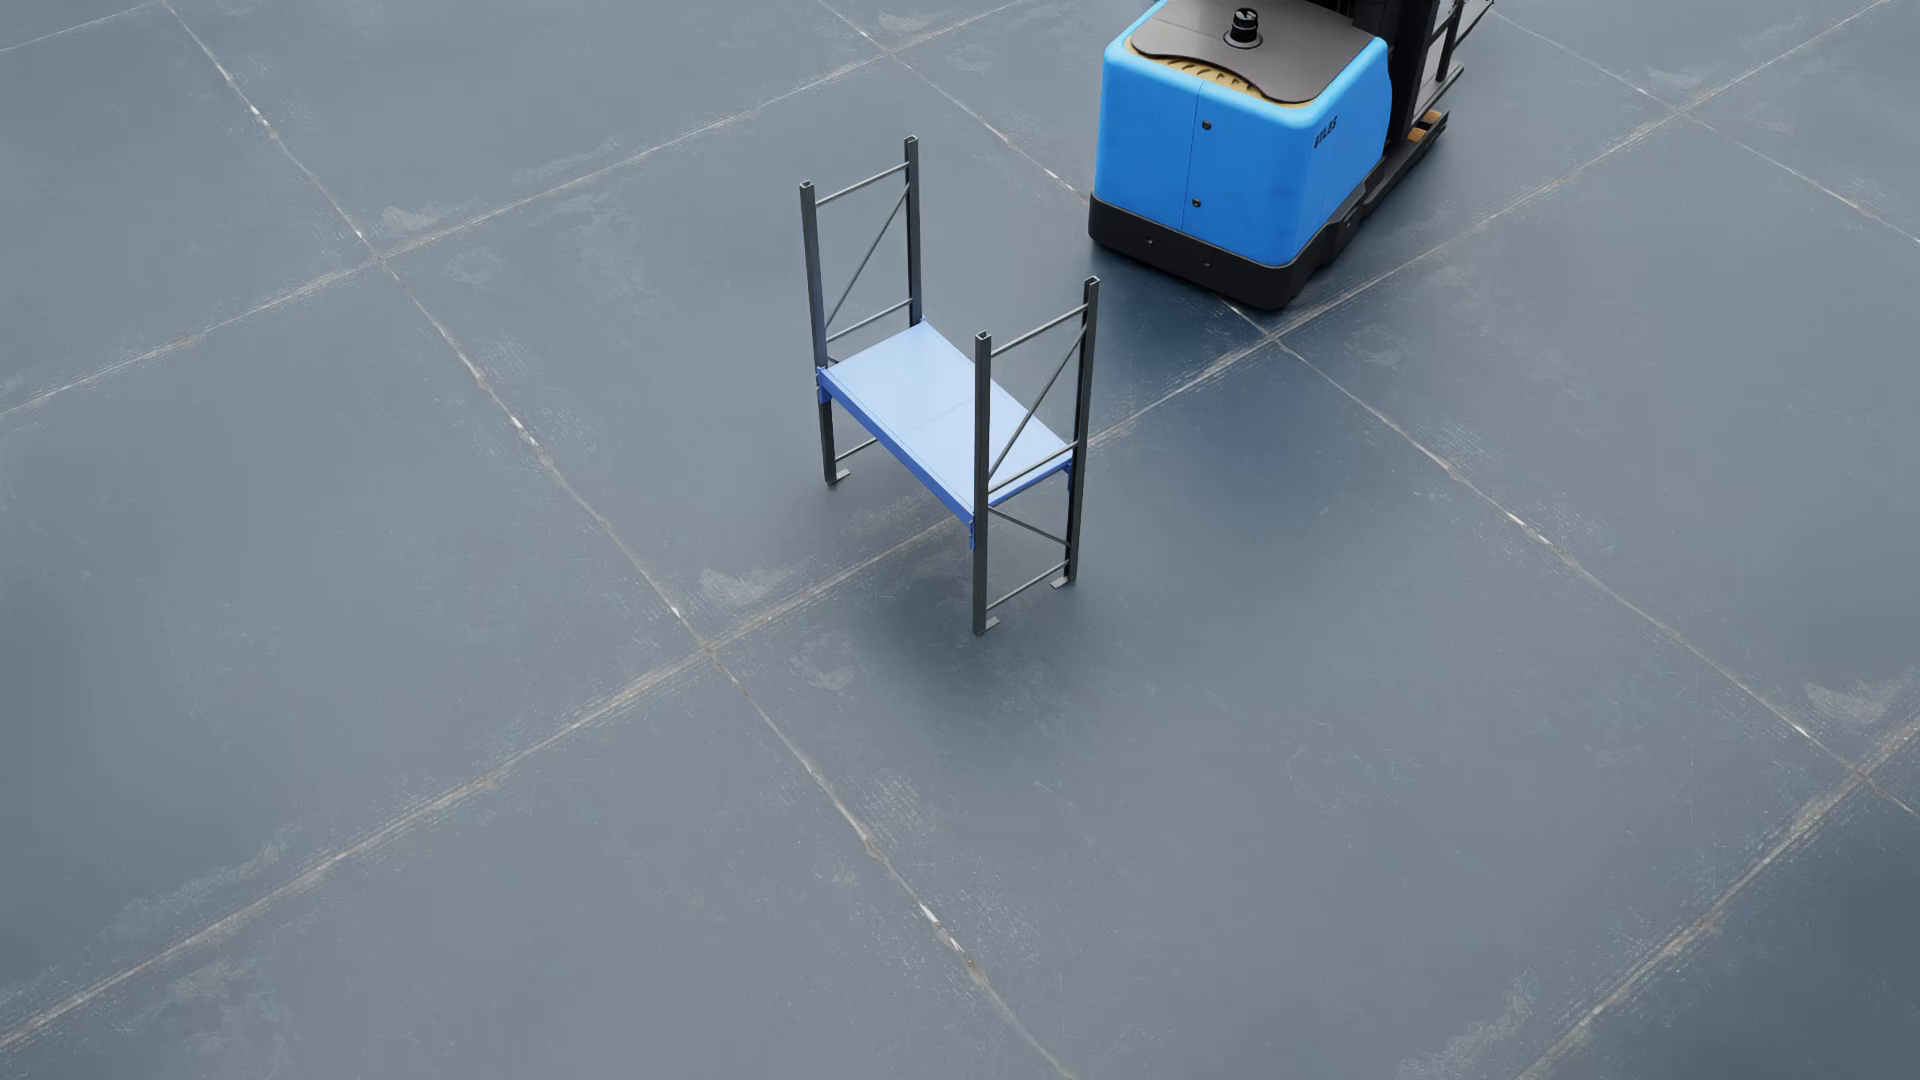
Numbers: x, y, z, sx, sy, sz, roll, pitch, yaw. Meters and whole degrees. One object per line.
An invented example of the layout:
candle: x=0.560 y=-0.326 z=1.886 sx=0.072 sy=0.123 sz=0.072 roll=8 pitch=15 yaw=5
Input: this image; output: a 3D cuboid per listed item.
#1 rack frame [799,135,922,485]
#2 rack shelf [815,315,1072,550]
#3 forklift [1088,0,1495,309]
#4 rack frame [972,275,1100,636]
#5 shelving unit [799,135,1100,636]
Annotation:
rack frame: x=-0.359 y=-0.854 z=6.511 sx=0.500 sy=1.500 sz=0.032 roll=-29 pitch=54 yaw=-24
rack shelf: x=-0.052 y=-0.433 z=6.372 sx=0.538 sy=0.185 sz=1.000 roll=-29 pitch=54 yaw=-24
forklift: x=1.860 y=-3.105 z=7.585 sx=1.130 sy=2.935 sz=3.031 roll=27 pitch=53 yaw=22
rack frame: x=0.256 y=-0.254 z=5.967 sx=0.500 sy=1.500 sz=0.032 roll=-29 pitch=54 yaw=-24
shelving unit: x=-0.052 y=-0.554 z=6.239 sx=0.538 sy=1.500 sz=1.048 roll=-29 pitch=54 yaw=-24
